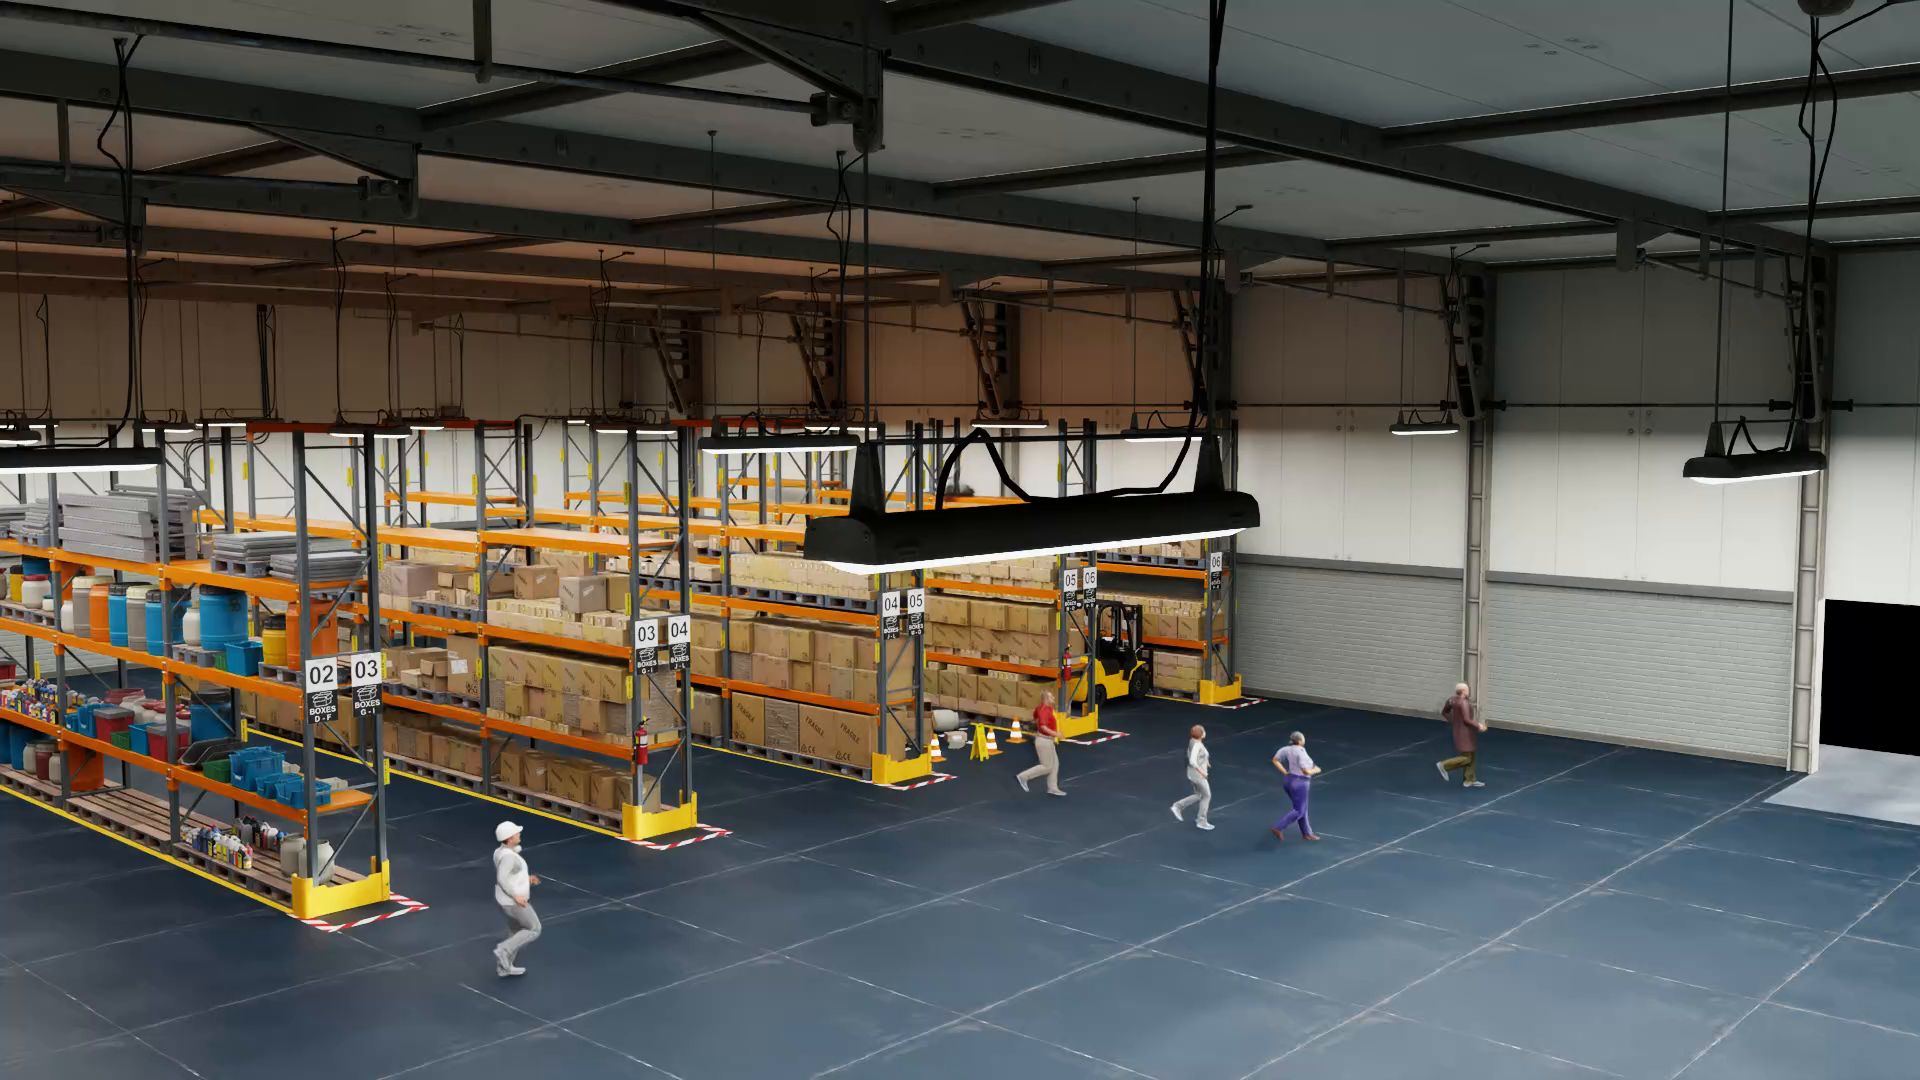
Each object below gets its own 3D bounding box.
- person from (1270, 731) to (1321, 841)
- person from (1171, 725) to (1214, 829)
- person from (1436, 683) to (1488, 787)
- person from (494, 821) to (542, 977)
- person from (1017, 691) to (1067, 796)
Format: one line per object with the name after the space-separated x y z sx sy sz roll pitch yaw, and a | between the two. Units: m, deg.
4.817 3.554 23.851 0.921 1.648 0.609 -2 5 -22 | person
3.473 3.532 24.773 0.669 1.587 0.534 -1 5 -6 | person
8.248 3.220 27.417 0.886 1.749 0.721 -1 5 -8 | person
-4.907 3.963 18.400 0.569 1.728 0.652 -2 5 -27 | person
1.322 3.298 26.890 0.844 1.728 0.670 0 5 -3 | person
